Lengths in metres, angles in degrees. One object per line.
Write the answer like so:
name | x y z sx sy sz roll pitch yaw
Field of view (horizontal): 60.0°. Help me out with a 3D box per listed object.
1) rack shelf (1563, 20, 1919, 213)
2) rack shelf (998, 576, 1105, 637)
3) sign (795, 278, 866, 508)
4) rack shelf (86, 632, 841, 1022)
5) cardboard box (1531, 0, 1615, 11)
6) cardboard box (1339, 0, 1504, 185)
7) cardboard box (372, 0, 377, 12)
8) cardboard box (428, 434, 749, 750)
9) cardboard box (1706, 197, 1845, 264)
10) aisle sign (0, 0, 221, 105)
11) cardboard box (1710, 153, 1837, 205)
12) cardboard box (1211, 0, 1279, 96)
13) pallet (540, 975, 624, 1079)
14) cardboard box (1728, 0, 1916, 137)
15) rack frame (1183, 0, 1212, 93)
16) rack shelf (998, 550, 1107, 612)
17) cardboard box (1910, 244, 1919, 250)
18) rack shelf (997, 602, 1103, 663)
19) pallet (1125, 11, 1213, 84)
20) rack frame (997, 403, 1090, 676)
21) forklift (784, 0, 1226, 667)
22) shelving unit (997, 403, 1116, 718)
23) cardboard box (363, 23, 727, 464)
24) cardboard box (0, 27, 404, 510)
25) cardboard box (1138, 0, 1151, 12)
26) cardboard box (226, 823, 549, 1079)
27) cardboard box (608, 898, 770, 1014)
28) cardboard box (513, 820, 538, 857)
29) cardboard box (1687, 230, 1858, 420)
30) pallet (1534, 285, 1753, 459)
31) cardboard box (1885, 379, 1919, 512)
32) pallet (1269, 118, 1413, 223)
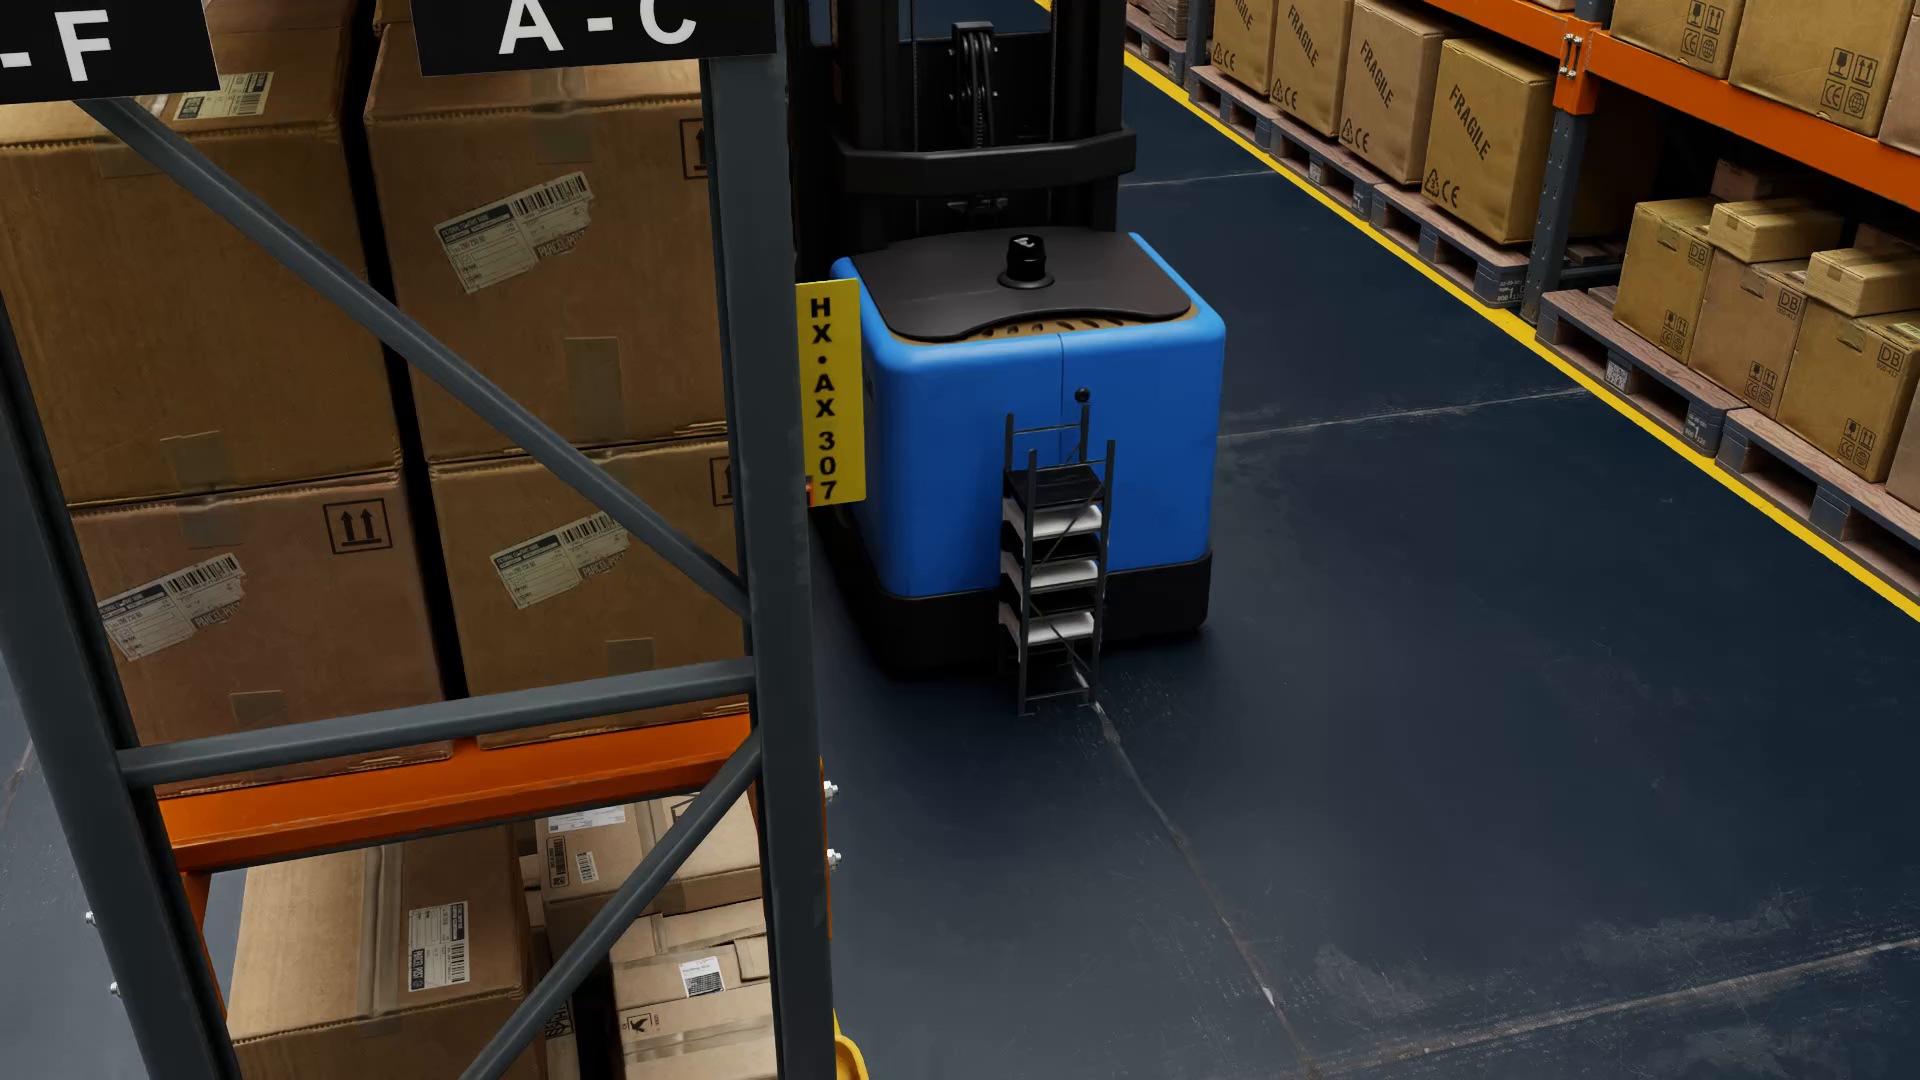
rack shelf | 3.542 -1.059 5.304 1.077 0.370 4.000 -8 31 -13
rack shelf | 0.261 0.174 4.786 0.258 0.077 0.200 -8 34 -14
sign | -0.179 -0.191 2.222 0.100 0.325 0.005 -8 31 -13
rack shelf | -1.233 -0.399 4.163 1.077 0.370 4.000 -8 31 -13
cardboard box | 2.648 -2.362 7.068 0.380 0.149 0.250 -8 31 -13
cardboard box | 2.474 -2.313 8.479 0.750 0.750 0.750 -7 31 -12
cardboard box | -1.363 -0.892 3.199 0.500 0.500 0.500 -7 31 -12
cardboard box | -0.566 -0.037 2.720 0.500 0.500 0.500 -7 31 -12
cardboard box | 3.026 -1.153 6.176 0.380 0.149 0.250 -7 31 -12
aisle sign | -0.980 -0.796 1.535 0.394 0.787 0.004 -8 31 -13
cardboard box | 3.264 -1.439 6.670 0.380 0.149 0.250 -8 31 -14
cardboard box | 2.018 -3.147 9.920 0.750 0.750 0.750 -8 31 -14
pallet | -0.935 1.041 3.741 1.003 0.211 1.213 -8 31 -13
cardboard box | 3.328 -1.849 5.651 0.980 0.700 0.700 -9 31 -15
rack frame | 1.949 -4.268 10.130 1.000 3.000 0.127 -8 31 -13
rack shelf | 0.262 0.099 4.736 0.258 0.077 0.200 -8 34 -14
cardboard box | 3.542 -0.935 5.800 0.380 0.149 0.250 -8 31 -13
rack shelf | 0.259 0.249 4.835 0.258 0.077 0.200 -8 34 -14
pallet | 1.743 -3.439 11.481 1.003 0.211 1.213 -8 31 -13
rack frame | 0.235 0.017 4.800 0.240 0.900 0.006 -8 34 -14
forklift | -0.074 -1.614 5.613 1.130 2.935 3.031 -7 31 -12
shelving unit | 0.263 0.071 4.718 0.258 0.900 0.210 -8 34 -14
cardboard box | -0.566 -0.470 2.469 0.500 0.500 0.500 -7 31 -12
cardboard box | -1.086 -0.399 2.346 0.500 0.500 0.500 -8 31 -14
cardboard box | 1.683 -3.982 11.692 0.700 0.500 0.500 -8 31 -13
cardboard box | -1.084 0.917 3.227 0.500 0.500 0.500 -8 31 -13
cardboard box | -0.548 0.923 3.550 0.380 0.166 0.250 -8 31 -13
cardboard box | -1.307 0.563 4.089 0.500 0.250 0.500 -8 31 -13
cardboard box | 3.241 -0.819 6.246 0.700 0.500 0.500 -8 31 -14
pallet | 3.137 -0.752 6.839 1.003 0.211 1.213 -8 31 -13
cardboard box | 3.524 -0.314 5.374 0.700 0.500 0.500 -9 31 -15
pallet | 2.406 -2.083 9.138 1.003 0.211 1.213 -8 31 -13
